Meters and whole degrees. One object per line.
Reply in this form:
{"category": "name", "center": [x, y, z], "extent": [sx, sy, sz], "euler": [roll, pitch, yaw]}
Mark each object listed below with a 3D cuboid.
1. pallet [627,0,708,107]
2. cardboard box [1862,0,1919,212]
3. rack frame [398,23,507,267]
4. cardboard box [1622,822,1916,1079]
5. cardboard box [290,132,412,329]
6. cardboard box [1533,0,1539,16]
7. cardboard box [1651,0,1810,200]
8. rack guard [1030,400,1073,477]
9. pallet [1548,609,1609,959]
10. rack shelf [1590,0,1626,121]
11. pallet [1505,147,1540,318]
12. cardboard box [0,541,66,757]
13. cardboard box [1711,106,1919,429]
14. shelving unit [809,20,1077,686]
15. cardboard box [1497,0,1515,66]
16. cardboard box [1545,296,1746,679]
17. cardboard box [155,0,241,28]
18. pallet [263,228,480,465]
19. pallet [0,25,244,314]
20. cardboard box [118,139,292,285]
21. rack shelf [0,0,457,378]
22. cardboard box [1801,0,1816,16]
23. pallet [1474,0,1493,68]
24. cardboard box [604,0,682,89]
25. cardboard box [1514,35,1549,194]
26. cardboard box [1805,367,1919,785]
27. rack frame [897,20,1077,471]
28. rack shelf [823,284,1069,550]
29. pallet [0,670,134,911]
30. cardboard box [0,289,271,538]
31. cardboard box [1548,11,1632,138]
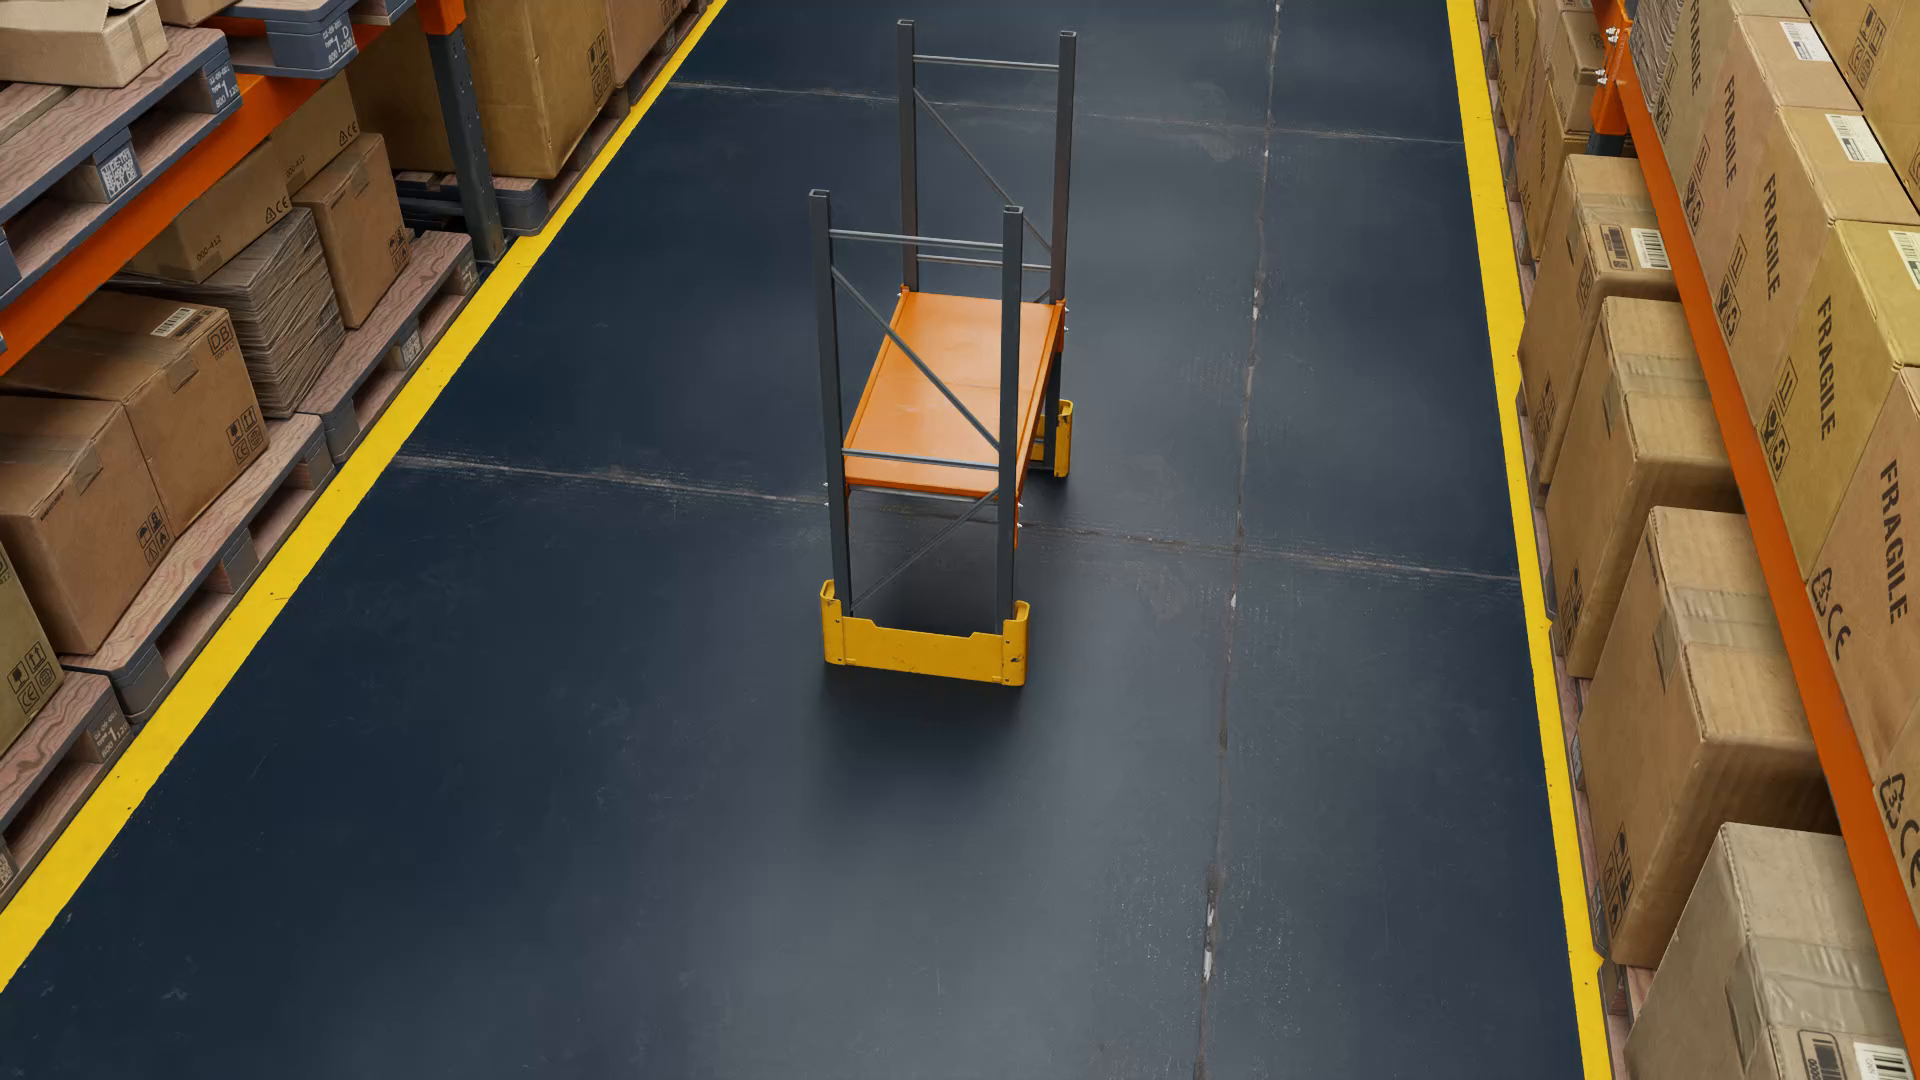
{"category": "pallet", "center": [-1.888, -2.501, 8.110], "extent": [1.003, 0.211, 1.213], "euler": [6, 40, 8]}
{"category": "cardboard box", "center": [2.207, -0.898, 3.119], "extent": [0.700, 0.500, 0.500], "euler": [6, 40, 7]}
{"category": "rack frame", "center": [-2.313, -2.326, 5.709], "extent": [1.000, 3.000, 0.127], "euler": [6, 40, 8]}
{"category": "cardboard box", "center": [1.882, 1.100, 3.001], "extent": [1.050, 0.750, 0.750], "euler": [6, 40, 7]}
{"category": "cardboard box", "center": [-2.409, -1.110, 5.854], "extent": [0.700, 0.500, 0.500], "euler": [4, 40, 5]}
{"category": "cardboard box", "center": [2.595, -2.297, 6.718], "extent": [0.500, 0.250, 0.500], "euler": [7, 40, 9]}
{"category": "cardboard box", "center": [2.126, -1.183, 4.248], "extent": [0.500, 0.500, 0.500], "euler": [6, 40, 7]}
{"category": "rack guard", "center": [0.073, -0.361, 5.491], "extent": [0.587, 0.250, 0.087], "euler": [6, 40, 8]}
{"category": "pallet", "center": [2.131, 0.609, 4.348], "extent": [1.003, 0.211, 1.213], "euler": [6, 40, 8]}
{"category": "rack shelf", "center": [2.901, -2.694, 6.719], "extent": [1.077, 0.370, 4.000], "euler": [6, 40, 8]}
{"category": "pallet", "center": [2.692, -1.131, 6.453], "extent": [1.003, 0.211, 1.213], "euler": [6, 40, 8]}
{"category": "cardboard box", "center": [-2.776, 0.298, 4.152], "extent": [0.700, 0.500, 0.500], "euler": [6, 40, 7]}
{"category": "cardboard box", "center": [1.950, -0.554, 3.488], "extent": [0.500, 0.500, 0.500], "euler": [6, 40, 7]}
{"category": "shelving unit", "center": [-0.013, -0.530, 4.714], "extent": [0.587, 1.500, 1.083], "euler": [6, 40, 8]}
{"category": "cardboard box", "center": [2.691, -2.328, 7.343], "extent": [0.500, 0.500, 0.500], "euler": [7, 40, 8]}
{"category": "cardboard box", "center": [2.213, -0.089, 4.440], "extent": [1.050, 0.750, 0.750], "euler": [7, 40, 8]}
{"category": "cardboard box", "center": [-2.365, -1.822, 4.691], "extent": [0.700, 0.500, 0.500], "euler": [12, 41, 14]}
{"category": "pallet", "center": [-2.449, -0.761, 6.005], "extent": [1.003, 0.211, 1.213], "euler": [6, 40, 8]}
{"category": "pallet", "center": [-2.615, -1.005, 4.262], "extent": [1.003, 0.211, 1.213], "euler": [6, 40, 8]}
{"category": "cardboard box", "center": [-2.481, -1.063, 5.210], "extent": [0.500, 0.250, 0.500], "euler": [11, 41, 13]}
{"category": "rack shelf", "center": [-2.659, -0.794, 4.420], "extent": [1.077, 0.370, 4.000], "euler": [6, 40, 8]}
{"category": "cardboard box", "center": [2.381, -1.541, 3.897], "extent": [0.700, 0.500, 0.500], "euler": [6, 40, 7]}
{"category": "pallet", "center": [3.114, -2.663, 8.305], "extent": [1.003, 0.211, 1.213], "euler": [6, 40, 8]}
{"category": "cardboard box", "center": [-2.011, -2.658, 7.449], "extent": [1.225, 0.875, 0.875], "euler": [7, 40, 8]}
{"category": "cardboard box", "center": [2.505, -1.682, 6.562], "extent": [0.500, 0.500, 0.500], "euler": [8, 40, 9]}
{"category": "cardboard box", "center": [1.777, 0.082, 2.718], "extent": [0.500, 0.500, 0.500], "euler": [6, 40, 7]}
{"category": "rack frame", "center": [0.073, -0.844, 5.093], "extent": [0.500, 1.500, 0.032], "euler": [6, 40, 8]}
{"category": "rack shelf", "center": [-0.015, -0.386, 4.822], "extent": [0.538, 0.185, 1.000], "euler": [6, 40, 8]}
{"category": "pallet", "center": [-2.871, 0.770, 4.153], "extent": [1.003, 0.211, 1.213], "euler": [6, 40, 8]}
{"category": "cardboard box", "center": [-2.583, -0.404, 5.000], "extent": [0.700, 0.500, 0.500], "euler": [10, 41, 11]}
{"category": "cardboard box", "center": [2.415, -1.661, 5.949], "extent": [0.500, 0.250, 0.500], "euler": [6, 40, 7]}
